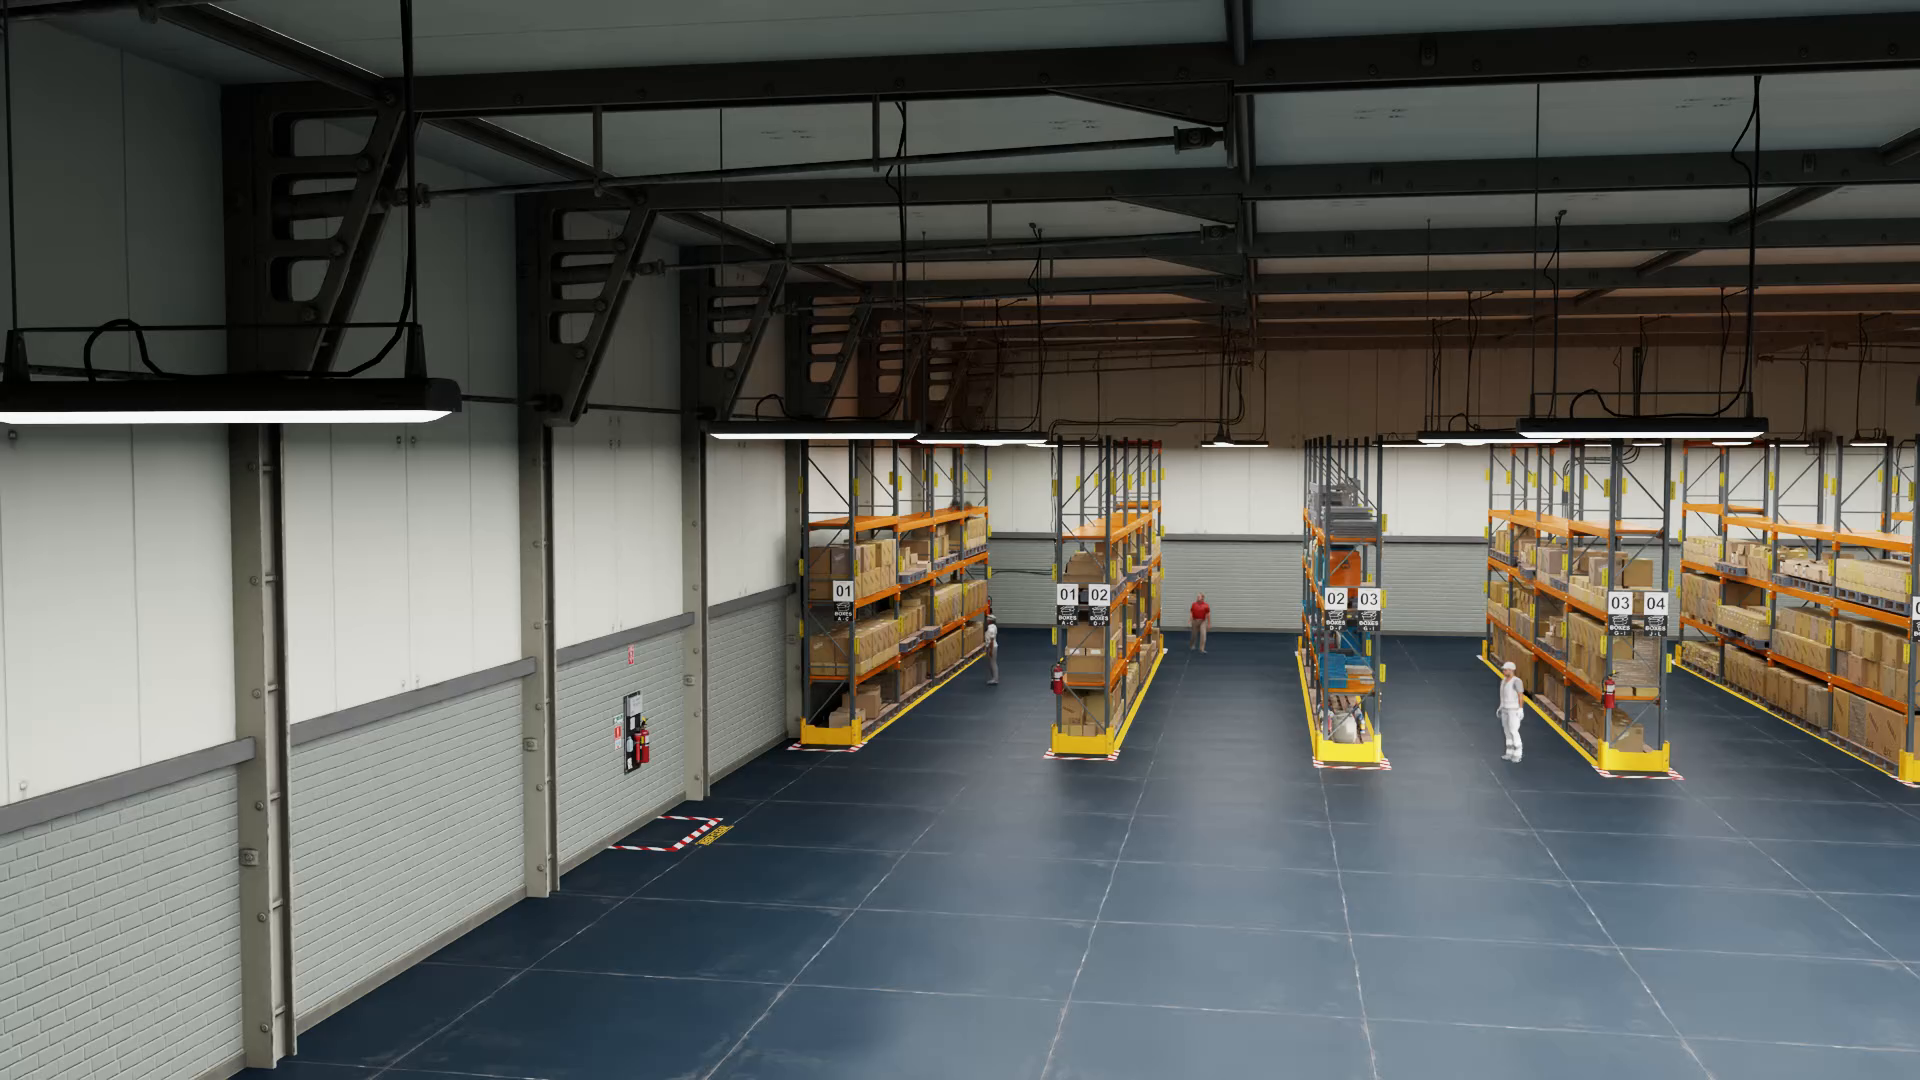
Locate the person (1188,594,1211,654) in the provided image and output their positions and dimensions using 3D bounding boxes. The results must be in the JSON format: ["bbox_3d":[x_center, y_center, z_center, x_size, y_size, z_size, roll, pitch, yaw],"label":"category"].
[{"bbox_3d":[6.752,2.384,46.918,0.652,1.610,0.955,0,3,0],"label":"person"}]

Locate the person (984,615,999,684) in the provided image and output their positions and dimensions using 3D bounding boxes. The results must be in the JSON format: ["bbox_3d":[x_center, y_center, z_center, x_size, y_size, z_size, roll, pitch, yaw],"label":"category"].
[{"bbox_3d":[0.766,2.688,40.787,0.369,1.721,0.543,0,3,-1],"label":"person"}]

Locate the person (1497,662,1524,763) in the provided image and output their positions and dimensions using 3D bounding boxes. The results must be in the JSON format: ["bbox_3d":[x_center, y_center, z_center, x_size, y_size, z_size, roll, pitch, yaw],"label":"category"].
[{"bbox_3d":[10.167,3.172,30.752,0.375,1.831,0.618,-1,3,-18],"label":"person"}]
